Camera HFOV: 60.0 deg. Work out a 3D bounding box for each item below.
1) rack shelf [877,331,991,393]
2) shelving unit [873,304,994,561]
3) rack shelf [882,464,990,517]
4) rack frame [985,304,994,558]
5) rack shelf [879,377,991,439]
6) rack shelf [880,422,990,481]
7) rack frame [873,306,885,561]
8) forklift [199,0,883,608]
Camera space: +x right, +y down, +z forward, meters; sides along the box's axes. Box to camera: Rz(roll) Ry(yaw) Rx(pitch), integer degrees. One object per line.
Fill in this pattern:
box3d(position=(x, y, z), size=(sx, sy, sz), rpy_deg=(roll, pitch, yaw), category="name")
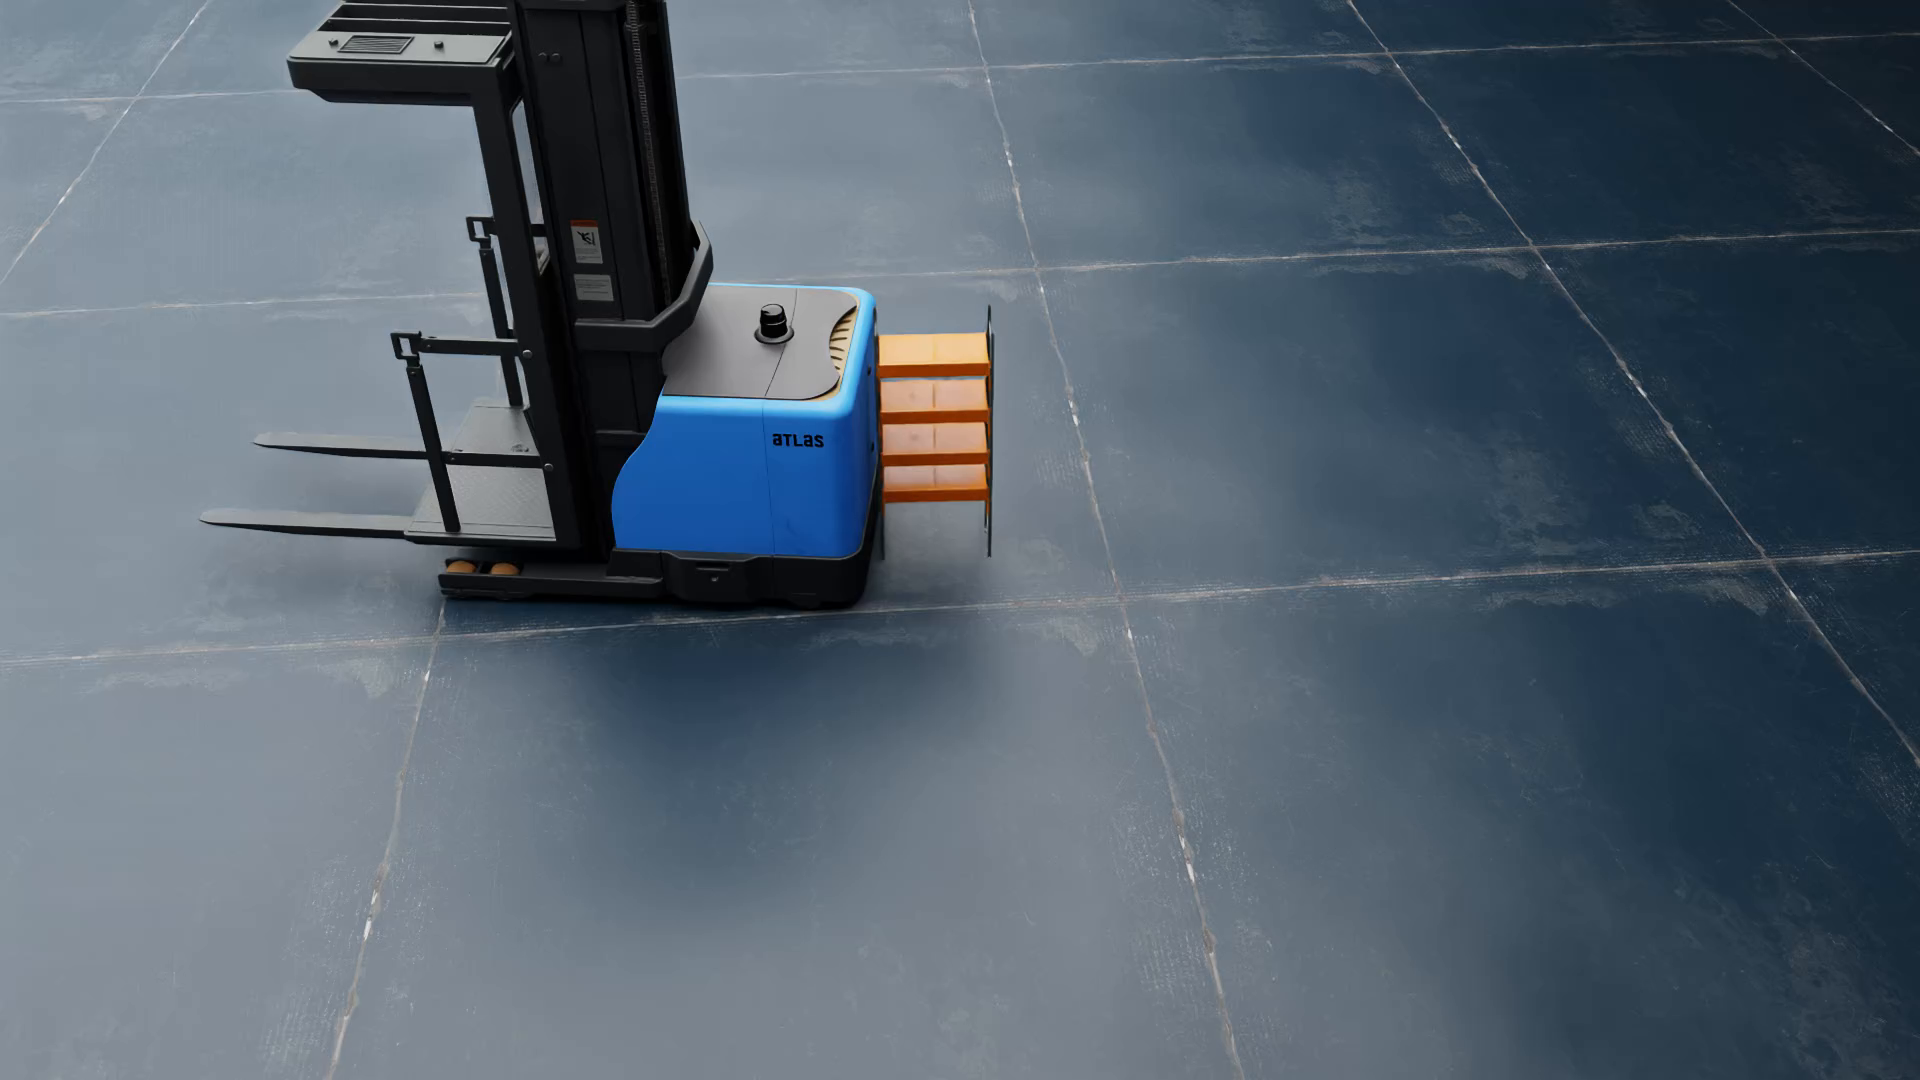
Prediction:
box3d(position=(-0.114, -0.763, 7.114), size=(0.480, 0.148, 0.258), rpy_deg=(-2, 38, -2), category="rack shelf")
box3d(position=(-0.114, -0.454, 7.357), size=(0.503, 1.200, 0.258), rpy_deg=(-2, 38, -2), category="shelving unit")
box3d(position=(-0.114, -0.246, 7.522), size=(0.480, 0.148, 0.258), rpy_deg=(-2, 38, -2), category="rack shelf")
box3d(position=(0.130, -0.461, 7.365), size=(0.015, 1.200, 0.240), rpy_deg=(-2, 38, -2), category="rack frame")
box3d(position=(-0.114, -0.577, 7.260), size=(0.480, 0.148, 0.258), rpy_deg=(-2, 38, -2), category="rack shelf")
box3d(position=(-0.114, -0.401, 7.399), size=(0.480, 0.148, 0.258), rpy_deg=(-2, 38, -2), category="rack shelf")
box3d(position=(-0.357, -0.448, 7.349), size=(0.015, 1.200, 0.240), rpy_deg=(-2, 38, -2), category="rack frame")
box3d(position=(-1.904, -1.207, 6.913), size=(3.031, 2.935, 1.130), rpy_deg=(2, 38, 3), category="forklift")
